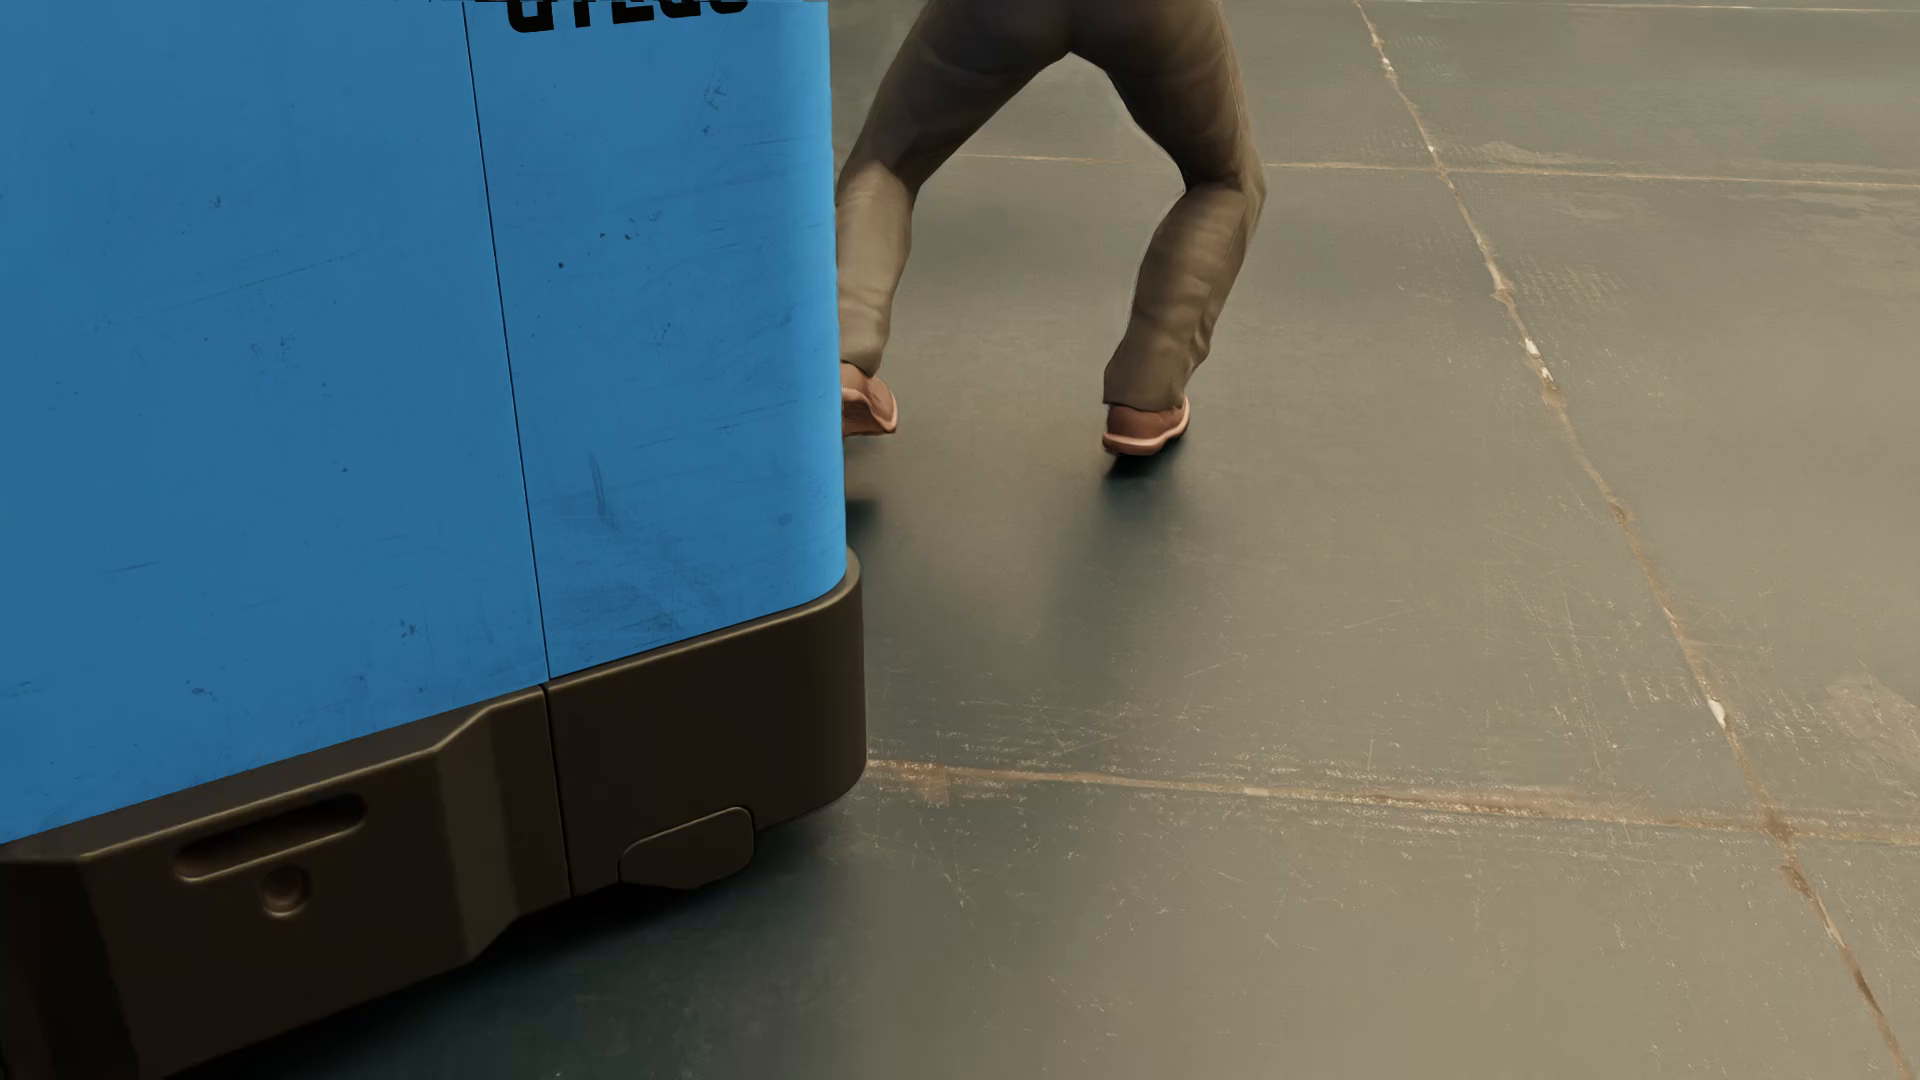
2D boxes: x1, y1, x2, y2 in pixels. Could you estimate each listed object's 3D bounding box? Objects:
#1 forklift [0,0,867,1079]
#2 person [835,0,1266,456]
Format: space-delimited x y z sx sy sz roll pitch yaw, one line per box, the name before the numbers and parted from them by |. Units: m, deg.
forklift | -1.618 -0.813 0.847 3.031 2.935 1.130 -16 31 -29
person | 0.280 -0.838 2.501 1.016 1.479 0.693 2 27 4
